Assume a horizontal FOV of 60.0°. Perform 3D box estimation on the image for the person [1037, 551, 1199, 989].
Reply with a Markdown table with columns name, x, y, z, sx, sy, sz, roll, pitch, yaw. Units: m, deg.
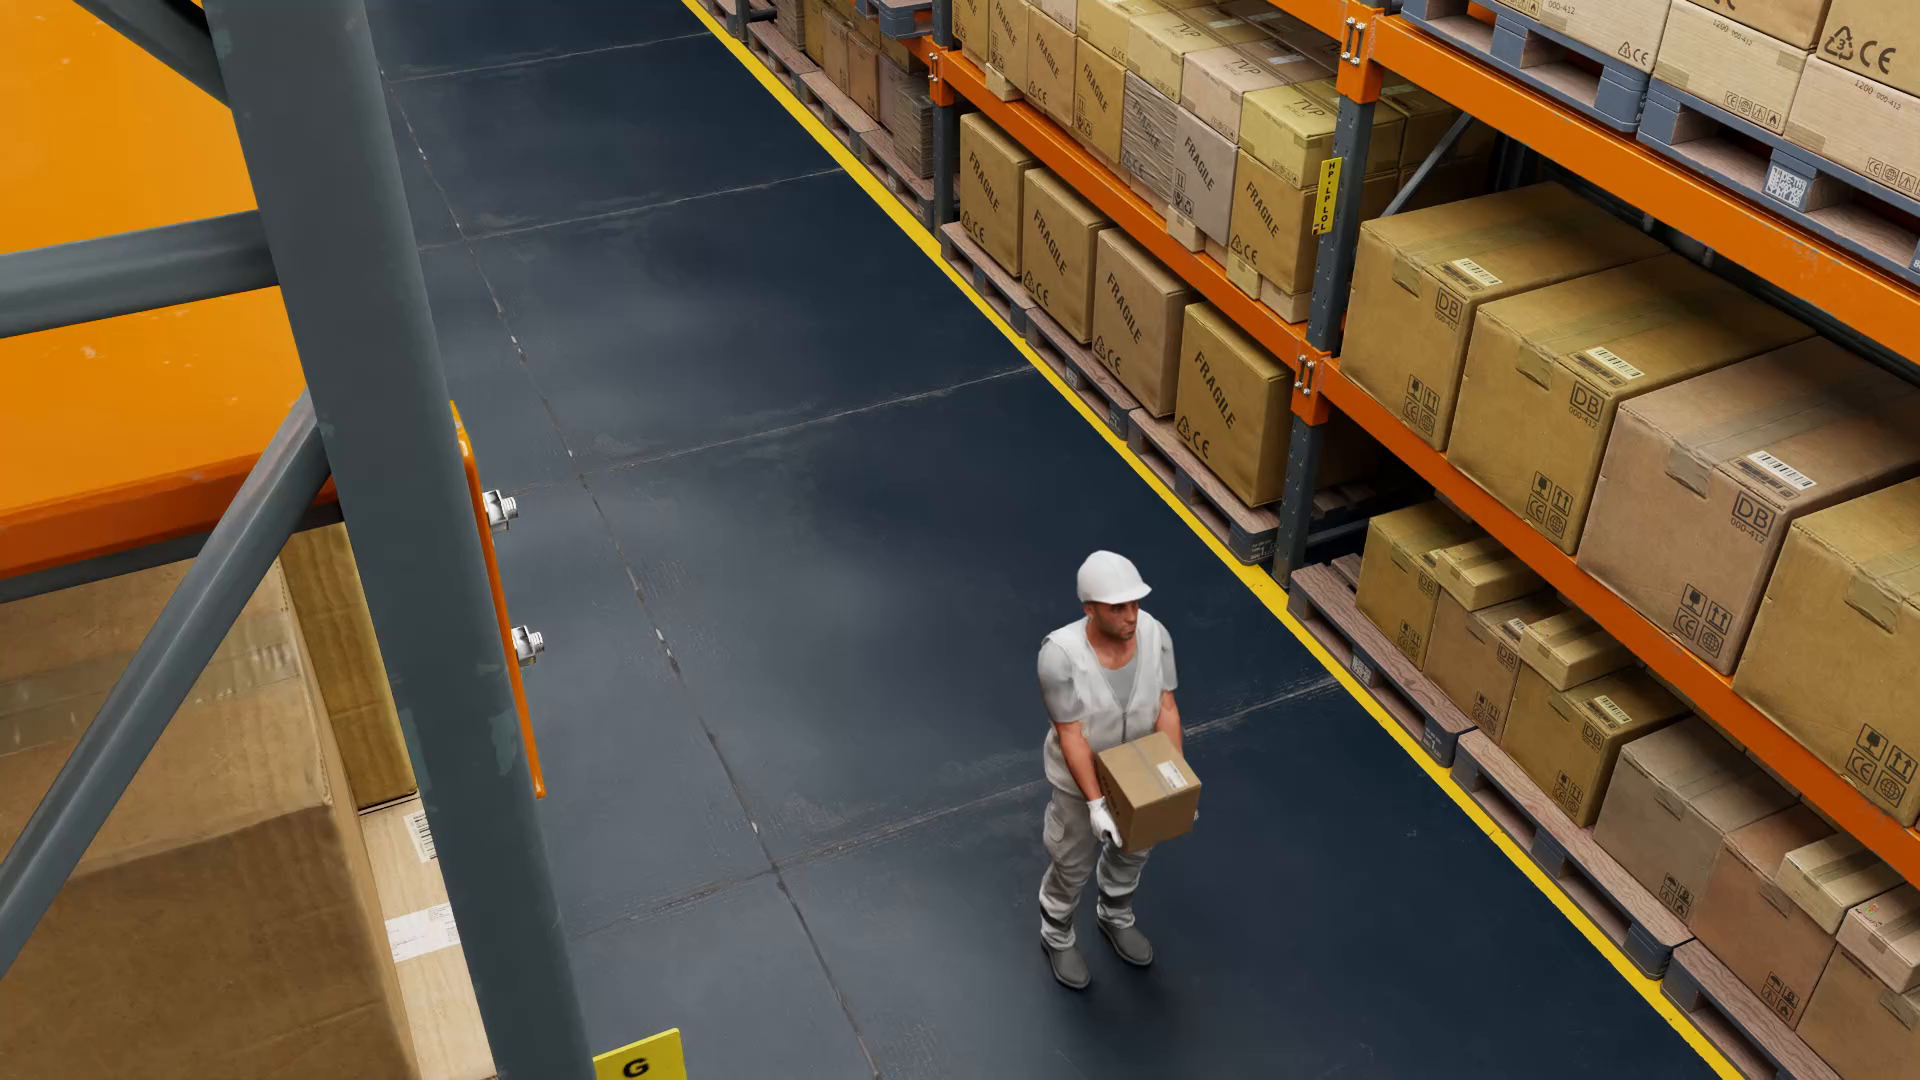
| name | x | y | z | sx | sy | sz | roll | pitch | yaw |
| --- | --- | --- | --- | --- | --- | --- | --- | --- | --- |
| person | 0.543 | 0.859 | 5.696 | 0.500 | 1.786 | 0.560 | -16 | 40 | -20 |
